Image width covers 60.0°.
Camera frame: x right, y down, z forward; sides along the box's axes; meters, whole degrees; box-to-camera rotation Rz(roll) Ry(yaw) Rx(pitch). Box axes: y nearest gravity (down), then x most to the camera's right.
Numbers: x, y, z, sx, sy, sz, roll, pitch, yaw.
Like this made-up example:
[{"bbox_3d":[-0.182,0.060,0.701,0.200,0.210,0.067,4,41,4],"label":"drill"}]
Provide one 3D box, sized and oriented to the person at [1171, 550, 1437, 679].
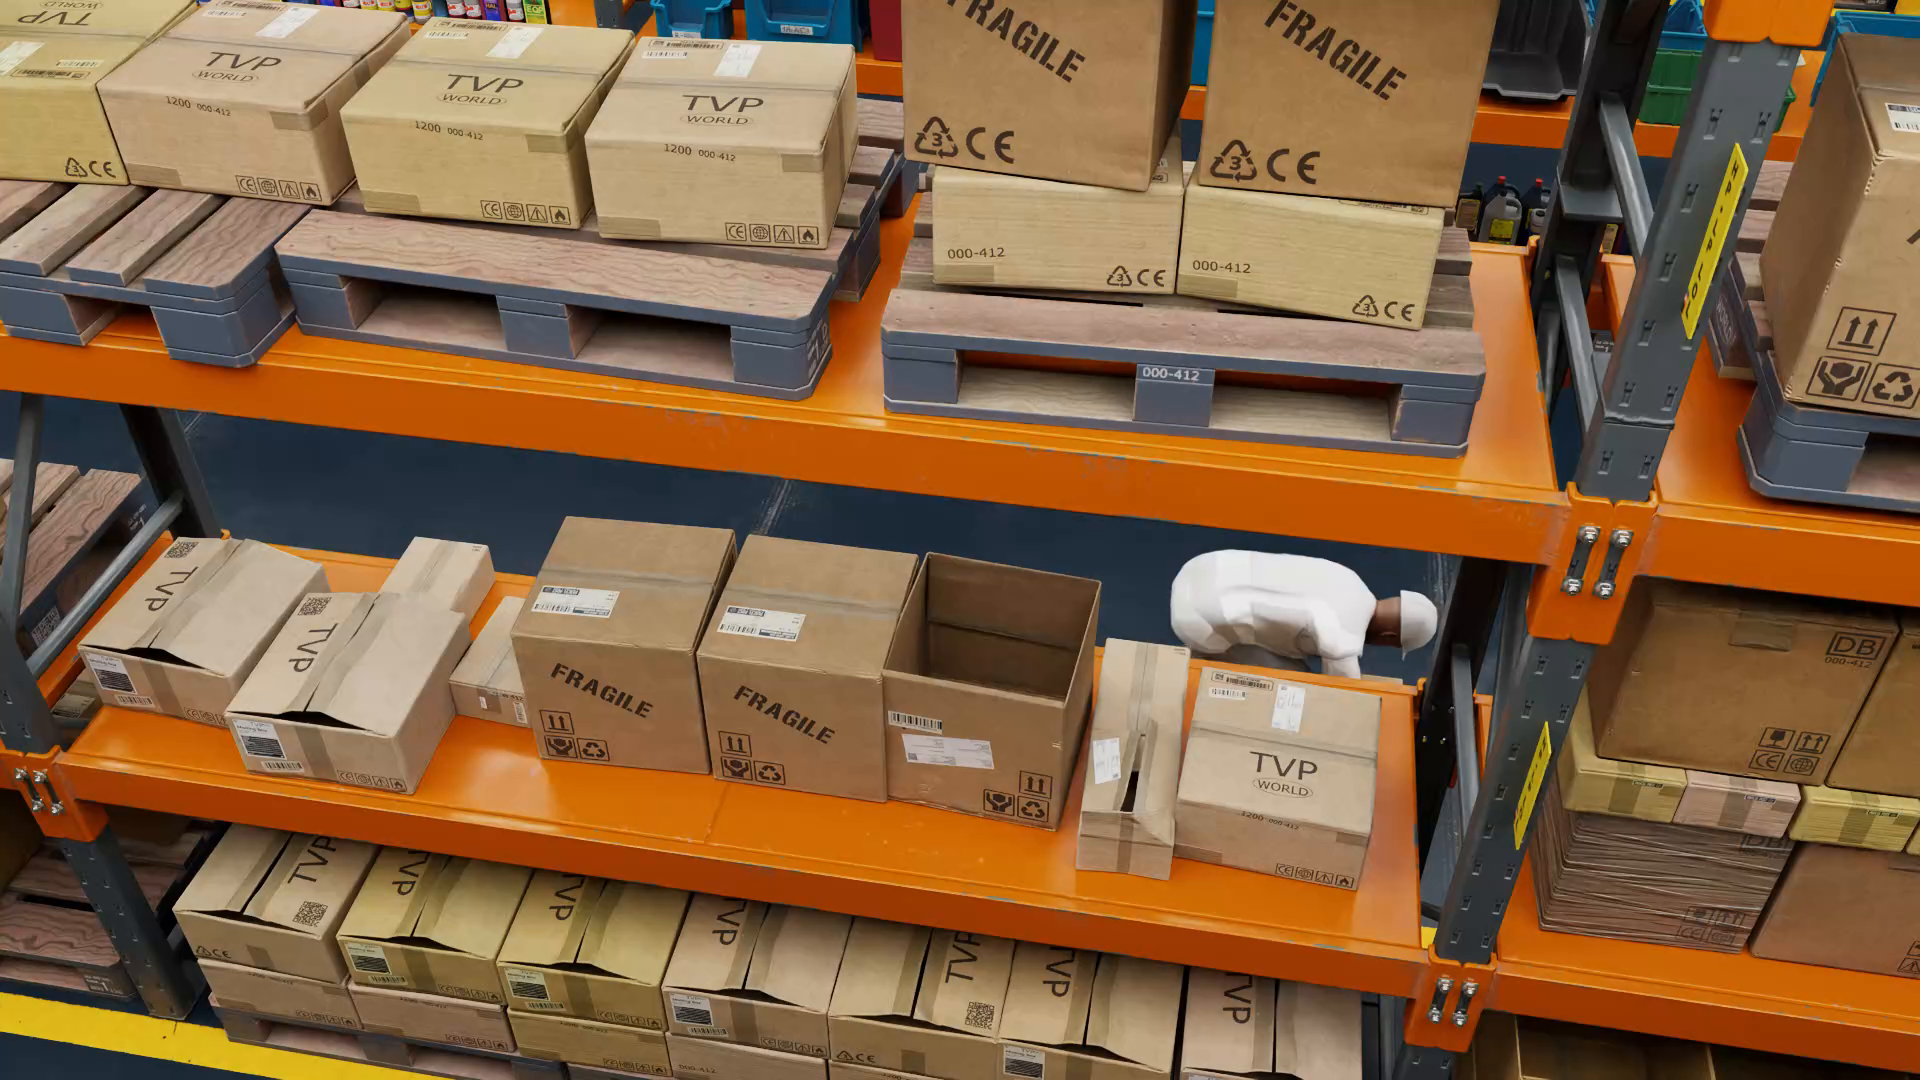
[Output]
[{"bbox_3d":[1.277,0.439,6.337,0.979,0.874,0.515,5,41,6],"label":"person"}]
